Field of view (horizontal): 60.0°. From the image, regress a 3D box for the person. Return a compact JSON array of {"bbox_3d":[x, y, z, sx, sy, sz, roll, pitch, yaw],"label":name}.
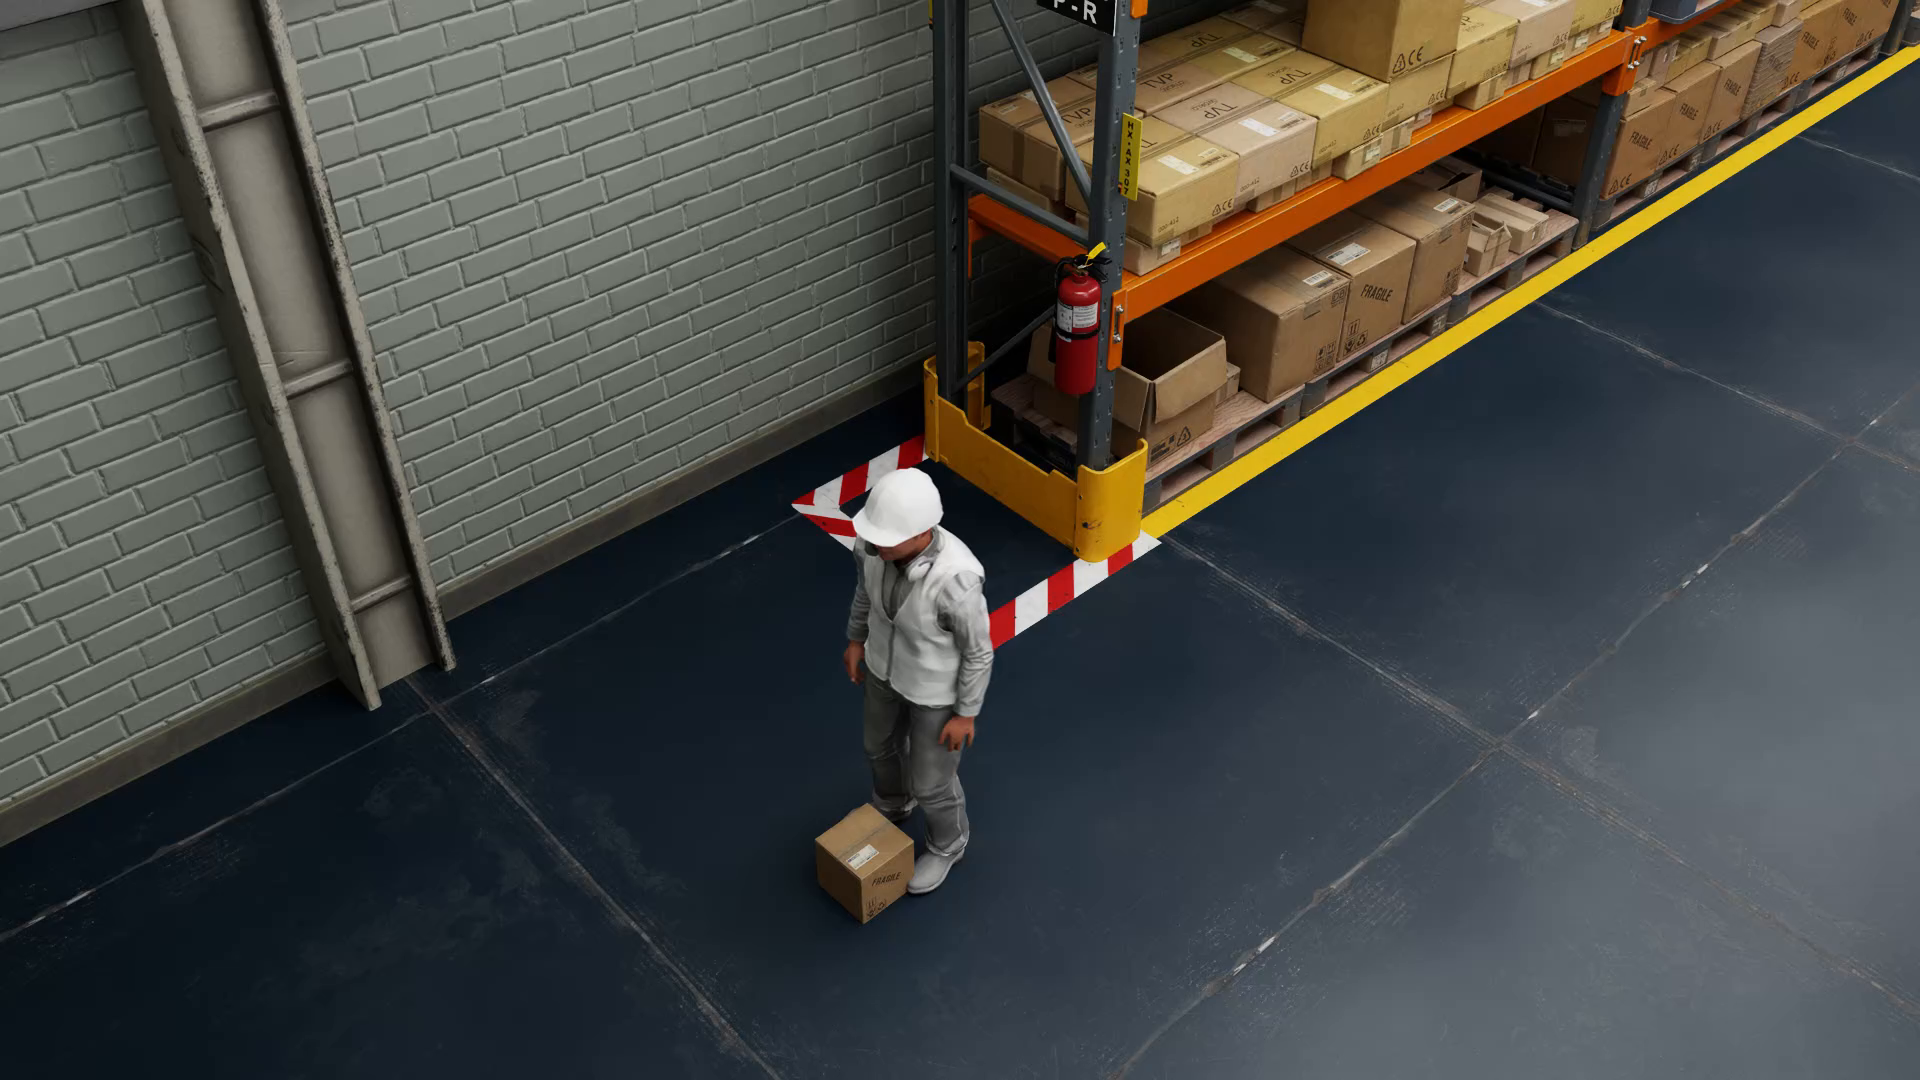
[{"bbox_3d":[-0.146,0.455,5.583,0.592,1.773,0.458,32,49,33],"label":"person"}]
